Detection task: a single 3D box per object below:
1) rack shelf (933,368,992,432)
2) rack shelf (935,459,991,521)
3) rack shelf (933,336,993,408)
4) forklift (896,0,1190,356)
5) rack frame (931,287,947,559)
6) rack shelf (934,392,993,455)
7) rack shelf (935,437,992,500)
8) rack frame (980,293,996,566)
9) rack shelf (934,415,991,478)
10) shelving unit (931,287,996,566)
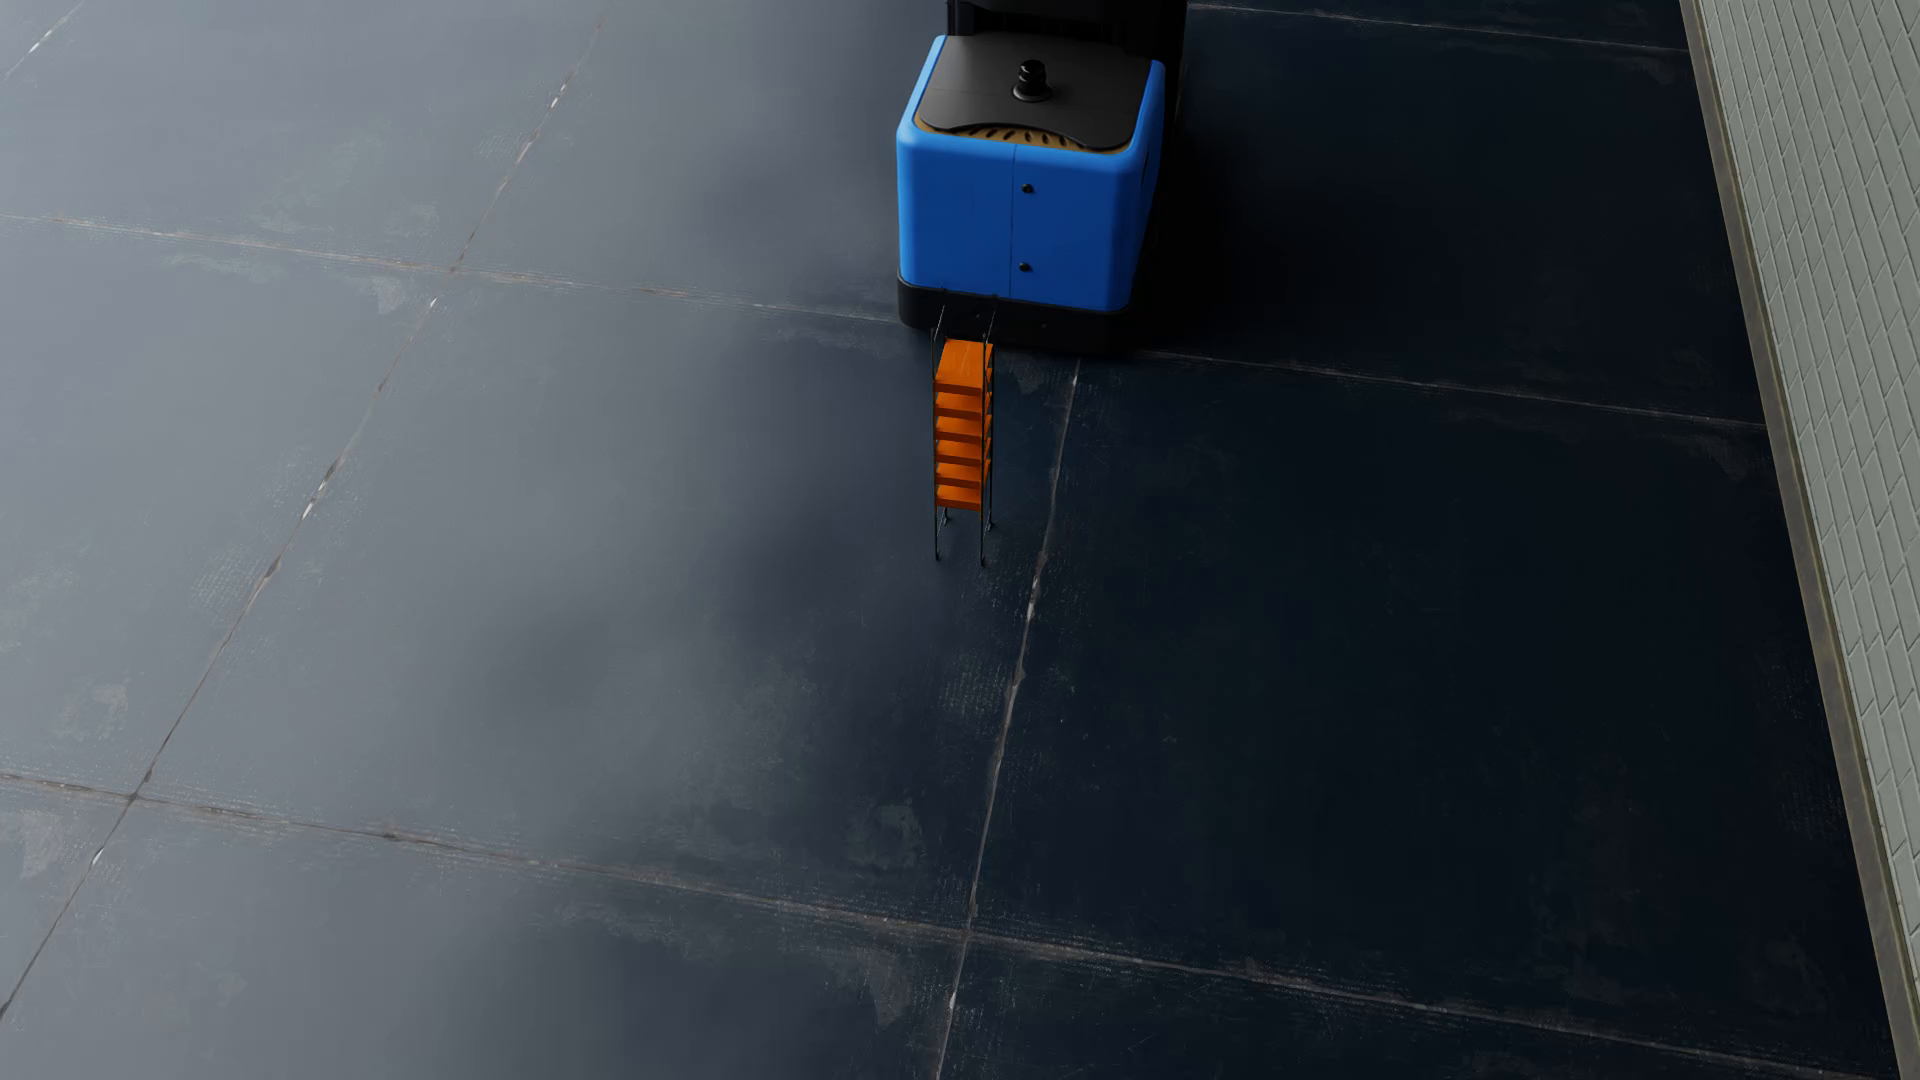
[{"bbox_3d":[0.014,-0.530,6.128,0.180,0.103,0.258,8,49,7],"label":"rack shelf"},{"bbox_3d":[0.014,-0.209,6.486,0.180,0.103,0.258,8,49,7],"label":"rack shelf"},{"bbox_3d":[0.014,-0.610,6.039,0.180,0.103,0.258,8,49,7],"label":"rack shelf"},{"bbox_3d":[0.535,-2.914,7.370,1.130,2.935,3.031,9,49,8],"label":"forklift"},{"bbox_3d":[-0.076,-0.411,6.285,0.006,1.200,0.240,8,49,7],"label":"rack frame"},{"bbox_3d":[0.014,-0.450,6.218,0.180,0.103,0.258,8,49,7],"label":"rack shelf"},{"bbox_3d":[0.014,-0.289,6.396,0.180,0.103,0.258,8,49,7],"label":"rack shelf"},{"bbox_3d":[0.104,-0.387,6.263,0.006,1.200,0.240,8,49,7],"label":"rack frame"},{"bbox_3d":[0.014,-0.369,6.307,0.180,0.103,0.258,8,49,7],"label":"rack shelf"},{"bbox_3d":[0.014,-0.399,6.274,0.189,1.200,0.258,8,49,7],"label":"shelving unit"}]
